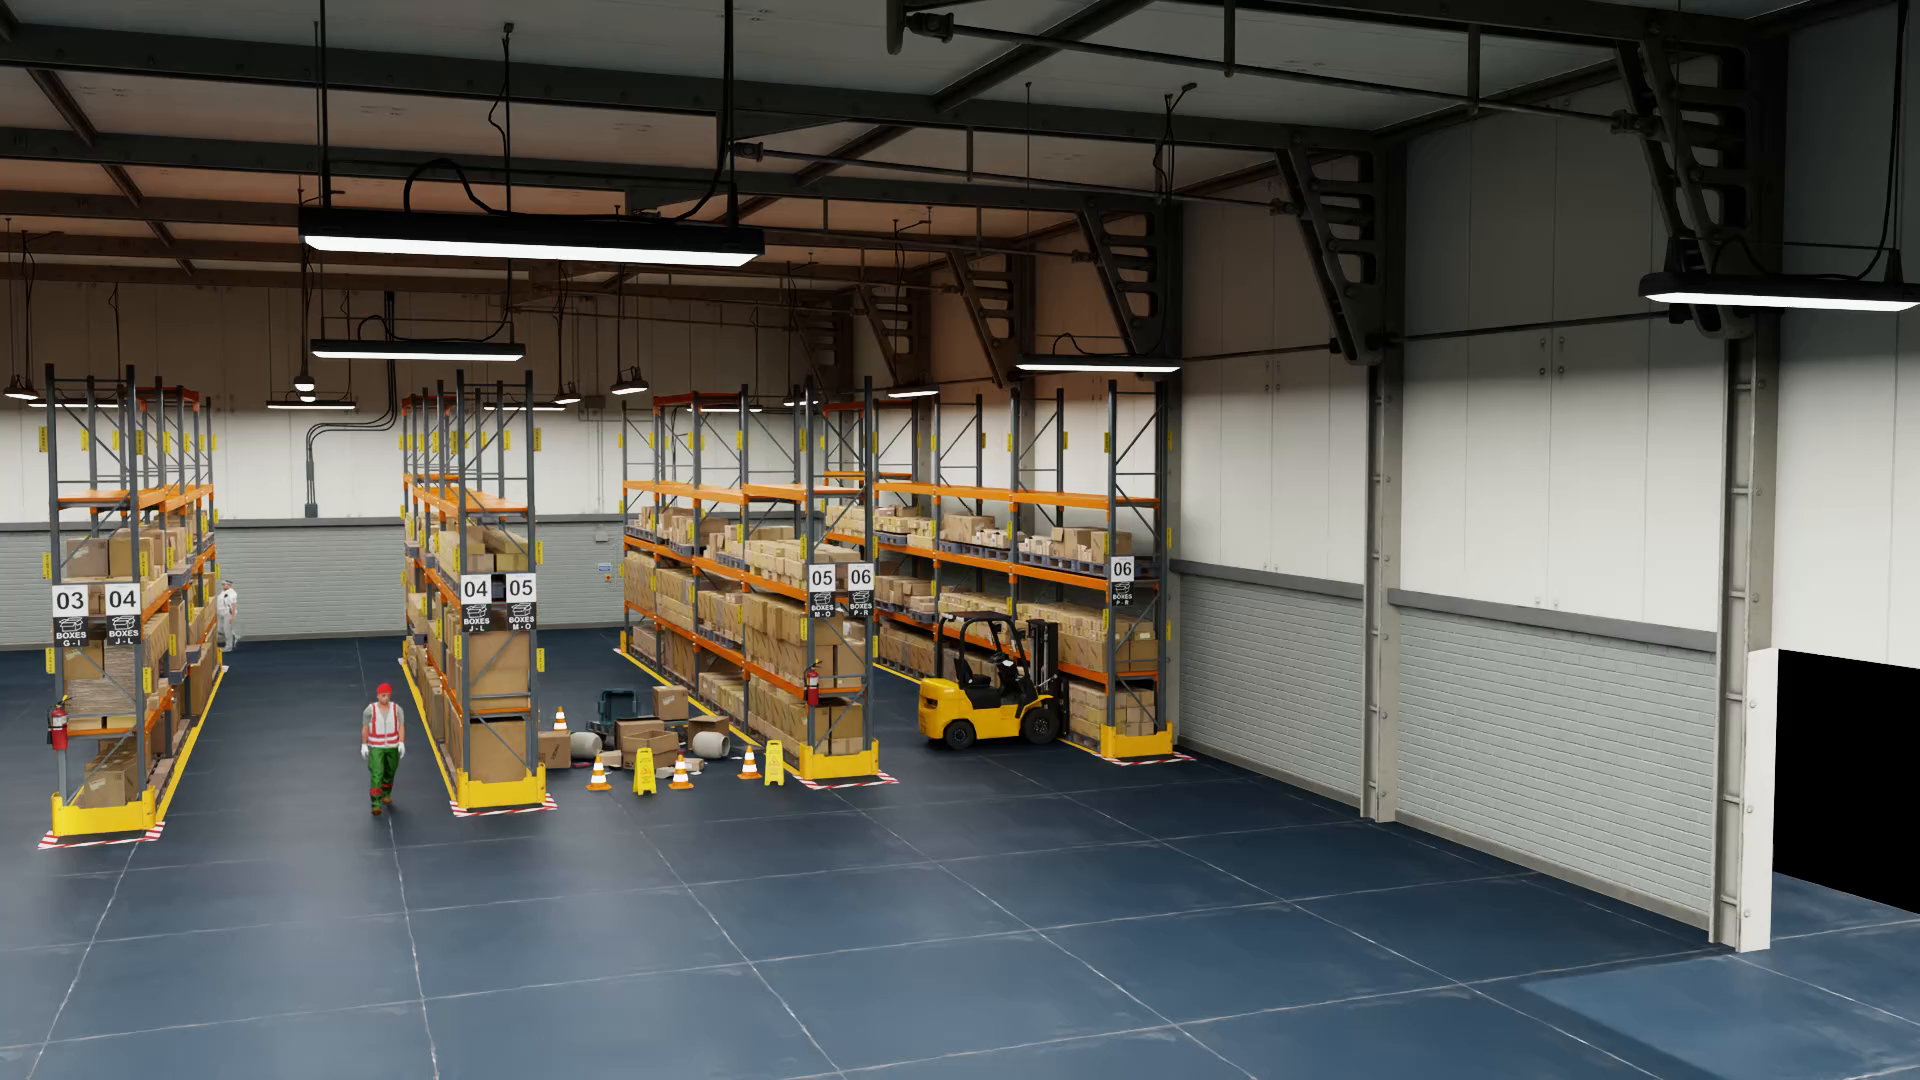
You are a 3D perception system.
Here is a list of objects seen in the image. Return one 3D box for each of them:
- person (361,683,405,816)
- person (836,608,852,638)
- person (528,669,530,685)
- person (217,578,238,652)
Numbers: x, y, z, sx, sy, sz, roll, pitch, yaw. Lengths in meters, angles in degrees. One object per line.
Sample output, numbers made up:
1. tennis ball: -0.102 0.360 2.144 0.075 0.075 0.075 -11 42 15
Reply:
1. person: -7.840 2.816 22.606 0.576 1.754 0.965 -2 4 -35
2. person: -2.379 2.209 32.354 0.589 1.785 0.432 -1 4 -21
3. person: -9.002 2.170 34.218 0.521 1.676 0.485 0 3 3
4. person: -17.500 1.783 39.784 0.559 1.755 0.604 2 4 33
